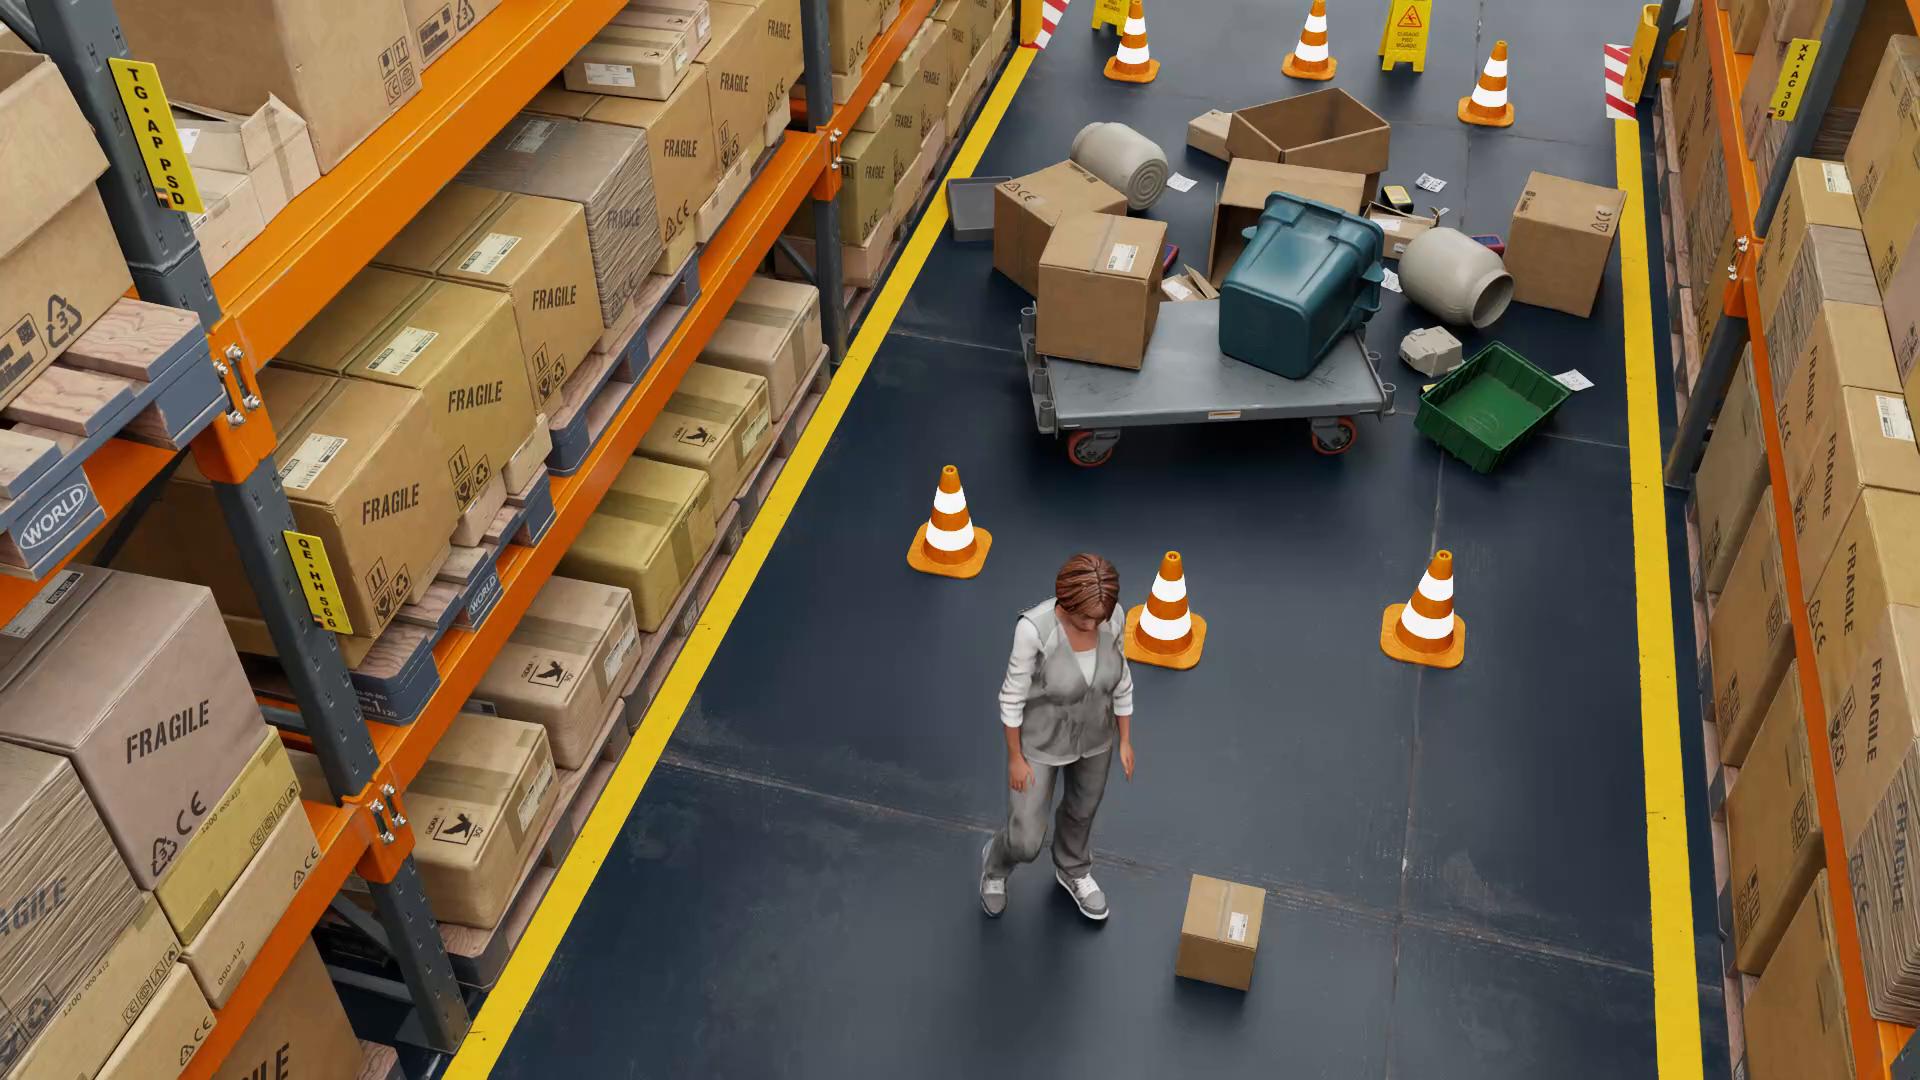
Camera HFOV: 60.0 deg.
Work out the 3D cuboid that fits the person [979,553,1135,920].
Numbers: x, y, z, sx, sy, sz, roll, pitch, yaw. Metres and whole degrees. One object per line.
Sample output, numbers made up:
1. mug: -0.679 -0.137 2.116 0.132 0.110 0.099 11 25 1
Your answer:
1. person: 0.315 0.677 5.397 0.476 1.590 0.372 -17 44 -18
